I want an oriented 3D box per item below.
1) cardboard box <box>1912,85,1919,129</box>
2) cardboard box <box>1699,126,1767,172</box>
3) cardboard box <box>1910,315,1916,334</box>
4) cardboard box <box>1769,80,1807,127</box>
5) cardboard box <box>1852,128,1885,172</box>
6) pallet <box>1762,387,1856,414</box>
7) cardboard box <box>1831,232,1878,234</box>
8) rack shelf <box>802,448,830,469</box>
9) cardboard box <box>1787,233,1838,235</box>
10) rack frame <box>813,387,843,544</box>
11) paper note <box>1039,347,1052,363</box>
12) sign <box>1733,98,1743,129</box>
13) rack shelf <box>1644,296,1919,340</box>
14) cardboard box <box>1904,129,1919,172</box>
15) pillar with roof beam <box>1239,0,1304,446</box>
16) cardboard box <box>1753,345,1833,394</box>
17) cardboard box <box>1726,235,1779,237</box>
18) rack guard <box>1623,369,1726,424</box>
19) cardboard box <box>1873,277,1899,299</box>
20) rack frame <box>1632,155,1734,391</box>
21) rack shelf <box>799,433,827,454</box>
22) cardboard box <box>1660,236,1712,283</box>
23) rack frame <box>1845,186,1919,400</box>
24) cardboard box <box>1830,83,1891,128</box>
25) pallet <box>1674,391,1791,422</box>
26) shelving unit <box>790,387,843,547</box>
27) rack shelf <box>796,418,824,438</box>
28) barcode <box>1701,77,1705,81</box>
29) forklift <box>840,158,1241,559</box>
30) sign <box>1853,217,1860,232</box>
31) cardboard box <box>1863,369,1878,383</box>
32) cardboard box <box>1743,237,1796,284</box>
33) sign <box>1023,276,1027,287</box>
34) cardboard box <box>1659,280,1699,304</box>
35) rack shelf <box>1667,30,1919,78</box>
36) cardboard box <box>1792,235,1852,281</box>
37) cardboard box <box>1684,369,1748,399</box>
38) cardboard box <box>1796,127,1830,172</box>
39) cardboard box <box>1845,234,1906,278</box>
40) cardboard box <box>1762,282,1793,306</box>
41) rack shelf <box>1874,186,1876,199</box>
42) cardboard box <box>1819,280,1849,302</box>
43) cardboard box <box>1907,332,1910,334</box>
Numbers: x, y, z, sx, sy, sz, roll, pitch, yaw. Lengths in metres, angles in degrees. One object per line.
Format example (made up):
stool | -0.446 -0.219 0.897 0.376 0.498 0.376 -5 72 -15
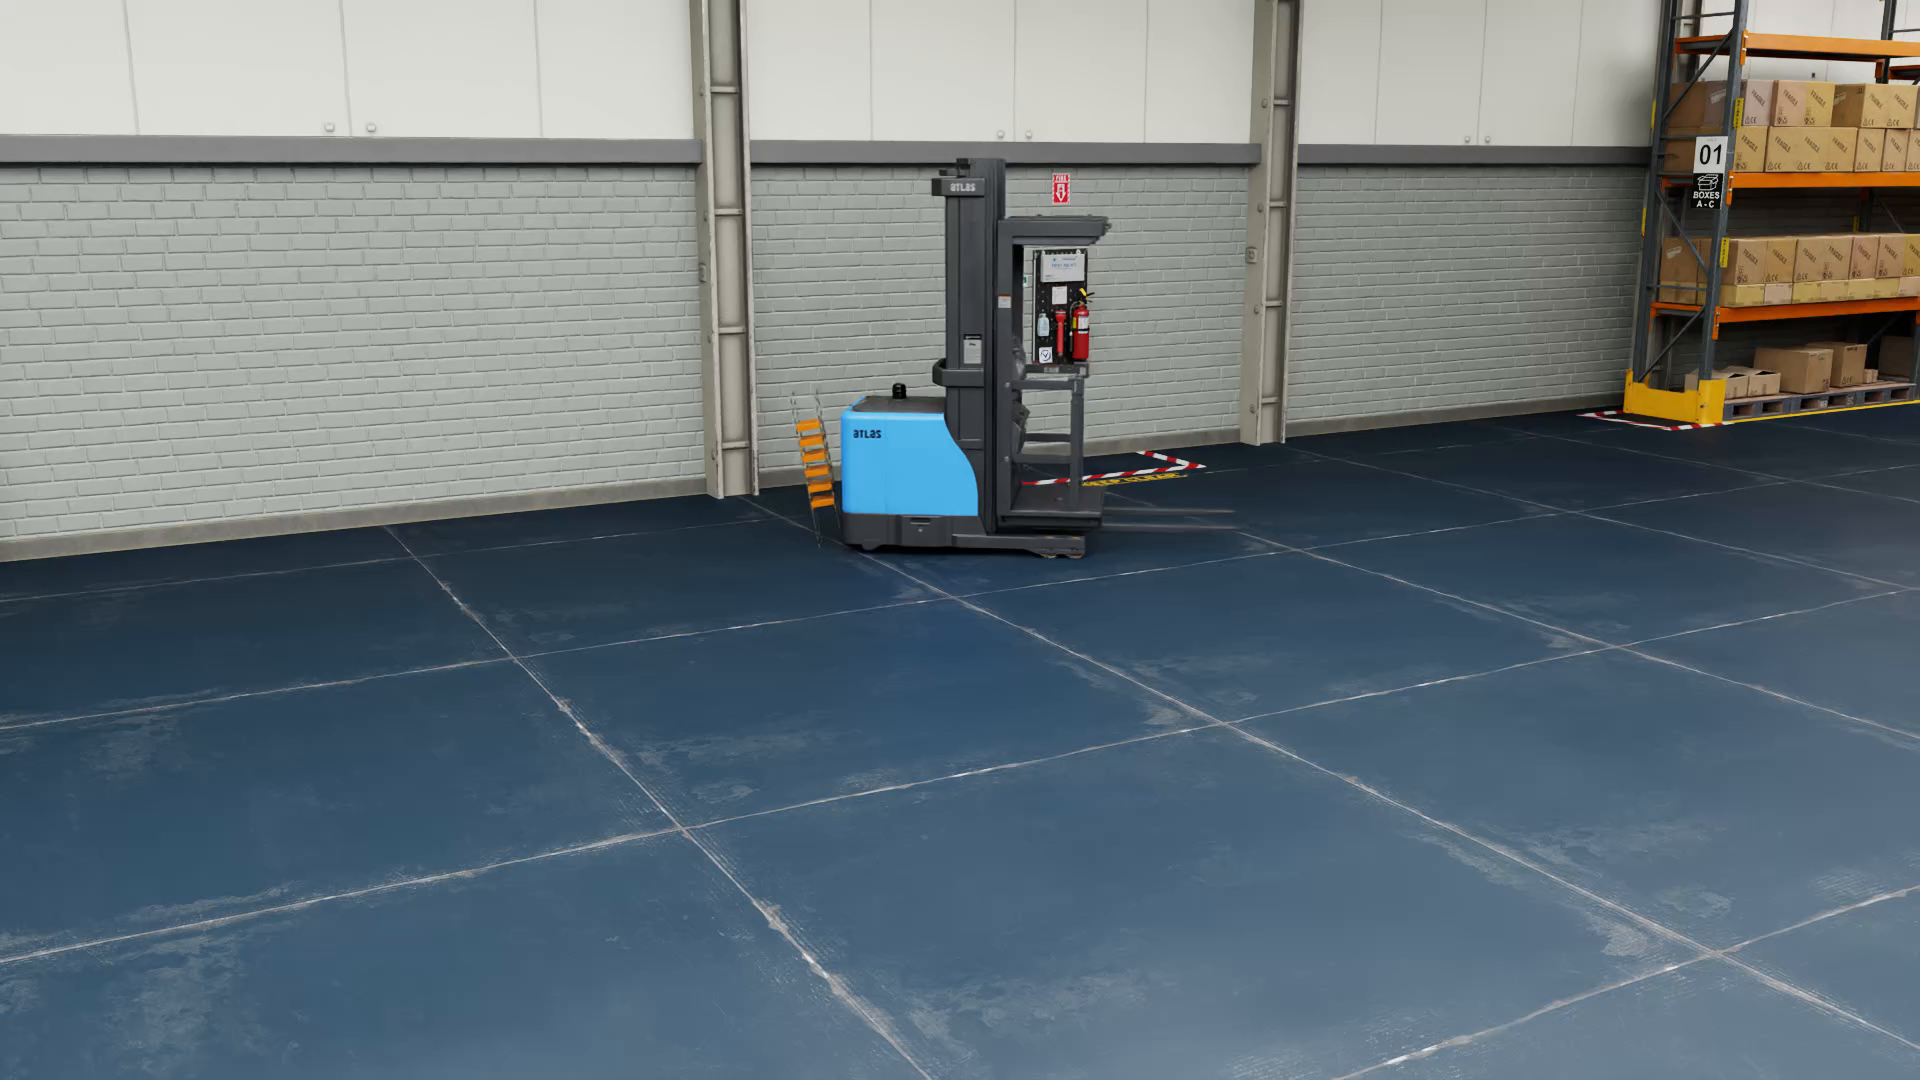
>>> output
cardboard box | 11.490 -5.226 20.116 0.500 0.500 0.500 -8 15 -33
cardboard box | 8.702 -4.409 18.764 0.500 0.500 0.500 -6 14 -26
cardboard box | 12.823 -2.810 21.745 0.500 0.250 0.500 -7 15 -29
cardboard box | 9.208 -4.947 18.875 0.500 0.500 0.500 -7 14 -29
cardboard box | 10.557 -4.626 19.727 0.500 0.500 0.500 -7 15 -30
pallet | 10.155 -1.754 20.422 1.213 0.211 1.003 -7 14 -28
cardboard box | 11.287 -3.614 20.925 0.500 0.500 0.500 -7 15 -29
rack shelf | -1.109 -0.633 12.814 0.180 0.103 0.258 -9 12 2
cardboard box | 10.391 -3.509 20.459 0.500 0.500 0.500 -6 14 -26
rack frame | -1.007 -0.575 12.826 0.006 1.200 0.240 -9 12 2
paper note | 0.846 -1.822 16.378 0.142 0.148 0.016 -7 14 -28
sign | 8.549 -4.686 18.275 0.005 0.325 0.100 -7 14 -28
rack shelf | 10.044 -2.760 20.178 4.000 0.370 1.077 -7 14 -28
cardboard box | 11.473 -4.742 20.243 0.500 0.500 0.500 -6 14 -26
pillar with roof beam | 5.285 -4.607 13.083 0.400 9.000 9.100 -7 14 -28
cardboard box | 10.107 -2.078 20.204 0.500 0.500 0.700 -8 15 -31
cardboard box | 9.499 -3.400 19.971 0.500 0.500 0.500 -7 15 -29
rack guard | 8.355 -1.689 19.474 0.348 0.500 1.175 -7 14 -28
cardboard box | 11.088 -3.099 20.342 0.500 0.250 0.500 -7 14 -28
rack frame | 8.289 -2.900 19.164 0.127 3.000 1.000 -7 14 -28
rack shelf | -1.129 -0.748 12.788 0.180 0.103 0.258 -9 12 2
cardboard box | 8.601 -3.293 19.499 0.500 0.500 0.500 -7 14 -28
rack frame | 11.800 -3.321 21.034 0.127 3.000 1.000 -7 14 -28
cardboard box | 10.560 -5.109 19.597 0.500 0.500 0.500 -7 15 -30
pallet | 9.085 -1.626 19.856 1.213 0.211 1.003 -7 14 -28
shelving unit | -1.097 -0.560 12.830 0.189 1.200 0.258 -9 12 2
rack shelf | -1.149 -0.864 12.762 0.180 0.103 0.258 -9 12 2
barcode | 8.672 -5.364 19.409 0.075 0.075 0.001 -7 14 -28
forklift | 0.639 -1.409 12.695 3.031 2.935 1.130 1 13 6
sign | 11.531 -3.993 21.381 0.005 0.325 0.100 -7 14 -28
cardboard box | 11.344 -2.091 21.021 0.250 0.166 0.380 -9 16 -35
cardboard box | 9.290 -3.245 19.285 0.500 0.500 0.500 -7 14 -28
sign | 0.508 -2.493 16.067 0.331 0.109 0.001 -7 14 -28
cardboard box | 8.606 -2.923 19.563 0.500 0.250 0.500 -7 14 -27
rack shelf | 10.044 -5.685 19.520 4.000 0.370 1.077 -7 14 -28
cardboard box | 10.194 -3.355 19.772 0.500 0.500 0.500 -6 14 -26
cardboard box | 8.939 -1.859 19.658 0.500 0.311 0.500 -9 15 -34
cardboard box | 9.644 -4.514 19.231 0.500 0.500 0.500 -6 14 -25
cardboard box | 11.097 -3.461 20.242 0.500 0.500 0.500 -7 14 -28
cardboard box | 9.318 -2.884 19.390 0.500 0.250 0.500 -7 15 -30
rack shelf | 13.555 -4.644 21.719 4.000 0.370 1.077 -7 14 -28
cardboard box | 10.213 -2.990 19.857 0.500 0.250 0.500 -7 14 -27
cardboard box | 12.867 -2.461 21.903 0.500 0.500 0.700 -7 15 -29
